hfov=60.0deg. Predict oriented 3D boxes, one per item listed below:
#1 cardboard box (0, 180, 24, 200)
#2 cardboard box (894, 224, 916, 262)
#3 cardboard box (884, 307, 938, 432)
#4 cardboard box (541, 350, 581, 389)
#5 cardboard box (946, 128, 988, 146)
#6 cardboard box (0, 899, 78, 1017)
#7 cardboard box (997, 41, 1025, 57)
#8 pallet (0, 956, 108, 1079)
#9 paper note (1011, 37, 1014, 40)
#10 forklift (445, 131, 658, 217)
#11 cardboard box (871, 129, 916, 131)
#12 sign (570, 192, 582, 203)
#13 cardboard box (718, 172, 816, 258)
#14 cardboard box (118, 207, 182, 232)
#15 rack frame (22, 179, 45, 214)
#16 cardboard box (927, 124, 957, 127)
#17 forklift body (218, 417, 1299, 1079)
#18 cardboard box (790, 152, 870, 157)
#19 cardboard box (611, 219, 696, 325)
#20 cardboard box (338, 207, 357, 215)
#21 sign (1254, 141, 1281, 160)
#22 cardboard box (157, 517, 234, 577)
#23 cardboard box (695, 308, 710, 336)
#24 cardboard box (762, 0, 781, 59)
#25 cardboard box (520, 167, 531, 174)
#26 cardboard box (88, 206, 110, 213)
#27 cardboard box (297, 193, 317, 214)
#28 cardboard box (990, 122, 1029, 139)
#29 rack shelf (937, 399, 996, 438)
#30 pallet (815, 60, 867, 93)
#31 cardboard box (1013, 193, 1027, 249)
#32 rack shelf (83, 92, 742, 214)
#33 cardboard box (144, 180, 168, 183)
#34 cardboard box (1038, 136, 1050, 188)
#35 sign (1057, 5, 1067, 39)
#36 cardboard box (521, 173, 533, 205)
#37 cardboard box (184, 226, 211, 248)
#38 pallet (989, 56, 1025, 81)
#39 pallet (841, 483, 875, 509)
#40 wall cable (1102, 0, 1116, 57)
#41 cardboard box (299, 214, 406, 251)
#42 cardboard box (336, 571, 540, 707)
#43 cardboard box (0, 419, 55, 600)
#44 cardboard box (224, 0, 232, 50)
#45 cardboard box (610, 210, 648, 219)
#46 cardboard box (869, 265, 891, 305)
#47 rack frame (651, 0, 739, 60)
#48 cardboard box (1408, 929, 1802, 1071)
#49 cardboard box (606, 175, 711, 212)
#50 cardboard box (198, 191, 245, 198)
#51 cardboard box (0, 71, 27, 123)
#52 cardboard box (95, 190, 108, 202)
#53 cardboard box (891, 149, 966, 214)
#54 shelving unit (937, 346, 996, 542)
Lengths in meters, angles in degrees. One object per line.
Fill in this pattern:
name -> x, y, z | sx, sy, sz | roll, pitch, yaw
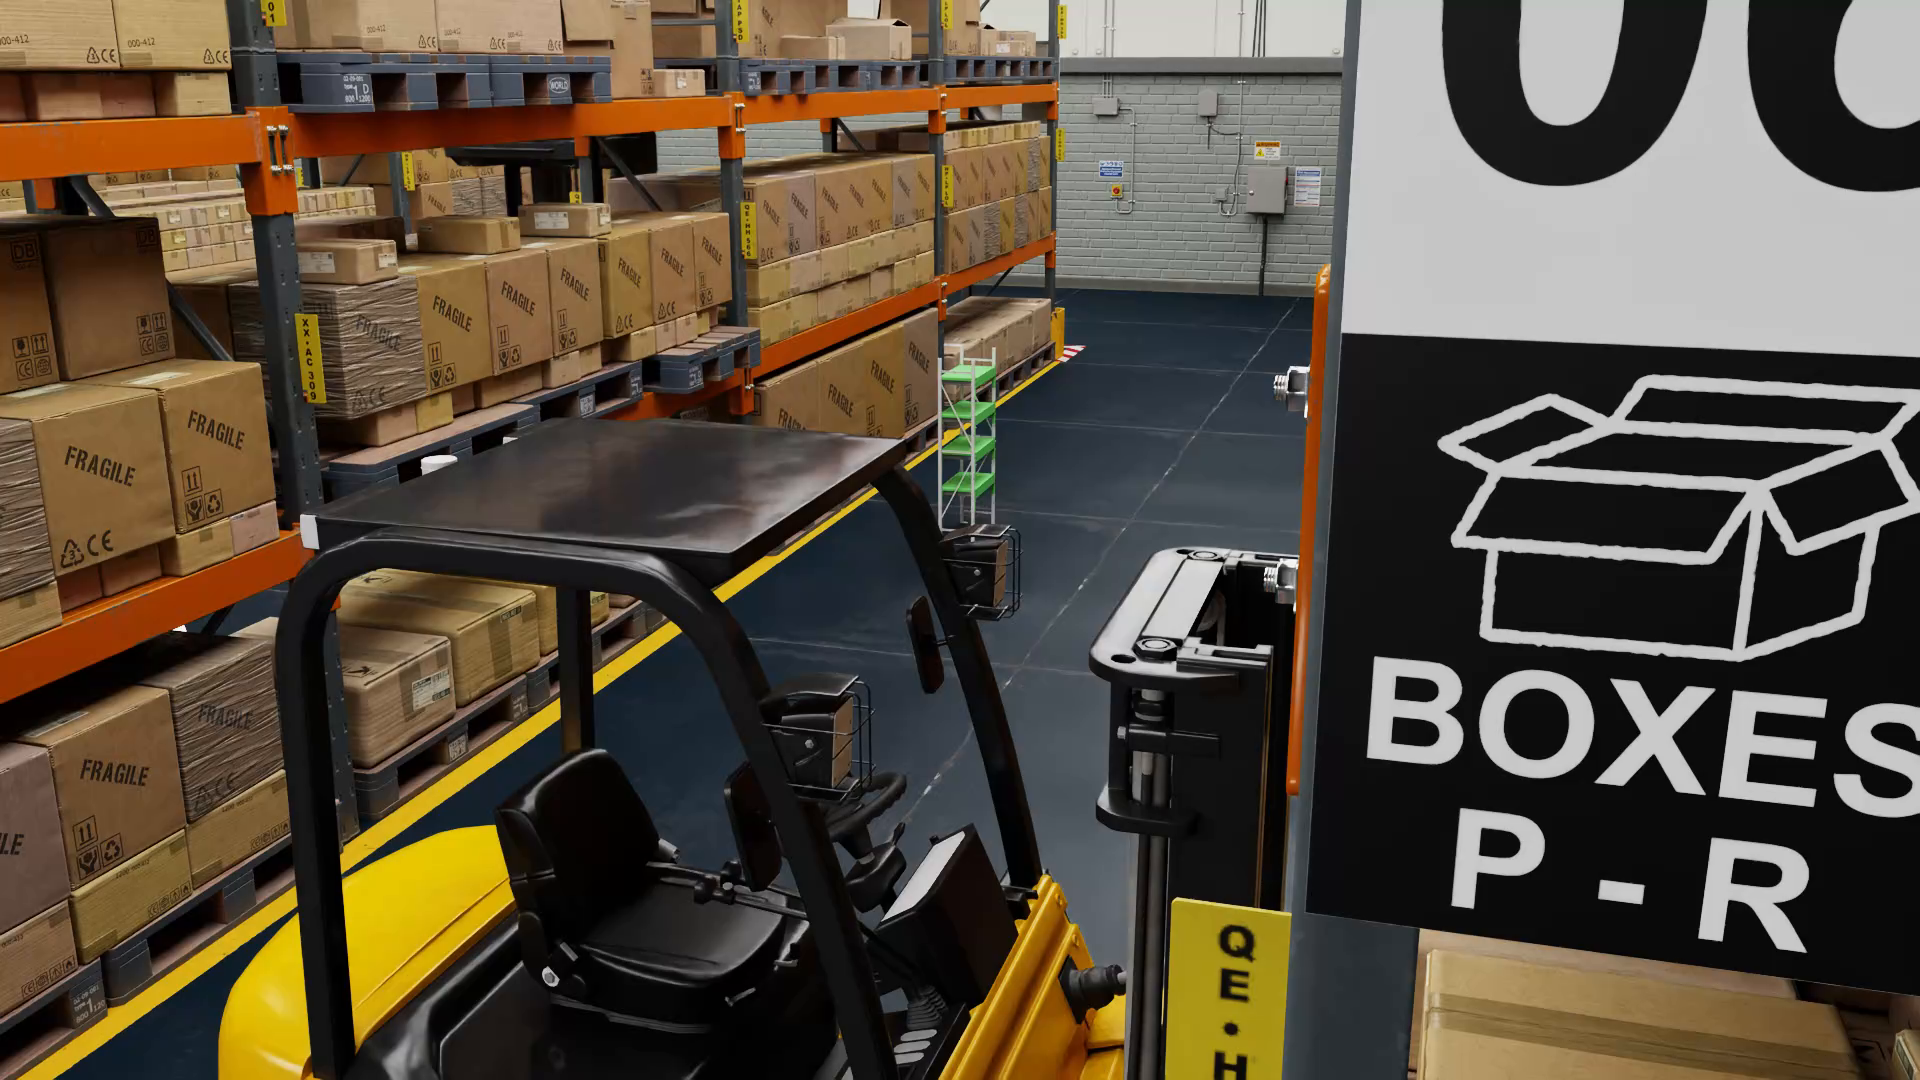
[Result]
cardboard box -> -9.748, -3.685, 16.680 | 0.500, 0.500, 0.500 | 5, 16, 16
cardboard box -> -0.655, -2.282, 12.737 | 0.500, 0.250, 0.500 | 5, 17, 17
cardboard box -> -0.727, -1.391, 13.360 | 0.875, 0.875, 0.875 | 5, 17, 18
cardboard box -> -2.044, -0.826, 7.937 | 0.380, 0.149, 0.250 | 5, 17, 18
cardboard box -> 0.033, -3.549, 14.640 | 0.380, 0.149, 0.250 | 4, 16, 14
cardboard box -> -3.102, 1.283, 5.079 | 0.500, 0.250, 0.500 | 5, 17, 17
cardboard box -> 0.425, -4.758, 16.116 | 0.380, 0.149, 0.250 | 3, 16, 12
pallet -> -3.403, 1.554, 4.964 | 1.003, 0.211, 1.213 | 5, 16, 16
paper note -> 0.470, -4.478, 14.847 | 0.006, 0.032, 0.123 | 5, 16, 16
forklift -> -2.808, -1.756, 11.650 | 1.130, 2.935, 3.031 | 6, 17, 20
cardboard box -> -0.586, -3.451, 14.294 | 0.380, 0.149, 0.250 | 5, 16, 16
sign -> -2.297, -1.932, 10.022 | 0.100, 0.325, 0.005 | 5, 16, 16
cardboard box -> -1.258, -2.103, 10.730 | 0.500, 0.500, 0.500 | 5, 16, 16
cardboard box -> -5.998, -2.367, 12.279 | 0.380, 0.149, 0.250 | 4, 16, 14
rack frame -> -6.539, -1.690, 11.292 | 1.000, 3.000, 0.127 | 5, 16, 16
cardboard box -> -0.240, -3.857, 15.728 | 0.380, 0.149, 0.250 | 5, 17, 16
forklift body -> -0.488, 0.915, 3.662 | 2.313, 2.155, 1.214 | 5, 16, 16
cardboard box -> -1.028, -2.816, 13.244 | 0.500, 0.500, 0.500 | 5, 17, 17
cardboard box -> -1.763, -1.450, 8.945 | 0.500, 0.500, 0.500 | 4, 16, 15
cardboard box -> -5.400, -2.773, 14.253 | 0.380, 0.149, 0.250 | 5, 17, 16
sign -> 4.068, -5.158, 22.003 | 0.339, 0.242, 0.001 | 5, 16, 16
cardboard box -> -2.764, 0.008, 5.764 | 0.380, 0.149, 0.250 | 5, 17, 17
cardboard box -> -1.639, -1.234, 9.375 | 0.380, 0.149, 0.250 | 5, 17, 17
cardboard box -> -1.541, -3.510, 11.256 | 0.500, 0.500, 0.500 | 5, 17, 16
cardboard box -> -4.587, -3.909, 16.552 | 0.500, 0.500, 0.500 | 4, 16, 14
cardboard box -> -6.619, -2.426, 12.485 | 0.380, 0.149, 0.250 | 5, 17, 18
cardboard box -> -5.554, -2.777, 13.725 | 0.380, 0.149, 0.250 | 5, 16, 16
cardboard box -> 0.446, -3.953, 16.063 | 0.380, 0.149, 0.250 | 5, 17, 17
rack shelf -> 0.047, -0.790, 10.770 | 0.258, 0.148, 0.480 | 5, 16, 16
pallet -> -1.317, -3.150, 11.289 | 1.003, 0.211, 1.213 | 5, 17, 18
cardboard box -> 0.332, -3.062, 15.944 | 0.500, 0.500, 0.500 | 5, 17, 17
rack shelf -> -2.333, -1.907, 7.876 | 1.077, 0.370, 4.000 | 5, 16, 16
cardboard box -> -9.529, -4.024, 19.250 | 0.500, 0.250, 0.500 | 4, 16, 15
cardboard box -> 0.600, -3.810, 16.751 | 0.500, 0.500, 0.500 | 5, 17, 18
sign -> 1.025, -5.211, 16.730 | 0.100, 0.325, 0.005 | 5, 16, 16
cardboard box -> -4.584, -3.440, 16.731 | 0.500, 0.500, 0.500 | 5, 17, 19
cardboard box -> -5.918, -2.298, 12.579 | 0.380, 0.149, 0.250 | 5, 16, 16
pallet -> -0.036, -4.311, 15.197 | 1.003, 0.211, 1.213 | 5, 16, 16
pallet -> -1.119, -0.510, 12.240 | 1.003, 0.211, 1.213 | 5, 16, 16
wall cable -> 1.856, -7.822, 21.916 | 0.463, 3.000, 0.029 | 5, 16, 16
cardboard box -> -2.748, -1.385, 7.528 | 0.380, 0.149, 0.250 | 4, 16, 13
cardboard box -> -2.553, 0.450, 7.792 | 0.950, 0.372, 0.625 | 6, 17, 19
cardboard box -> -3.072, -0.071, 4.853 | 0.500, 0.500, 0.500 | 5, 17, 17
cardboard box -> -2.874, -2.023, 6.474 | 0.500, 0.250, 0.500 | 4, 16, 15
cardboard box -> -2.114, -1.626, 9.568 | 0.500, 0.500, 0.500 | 4, 16, 14
cardboard box -> -0.821, -1.907, 12.329 | 0.500, 0.250, 0.500 | 4, 16, 14
rack frame -> -1.764, -4.219, 9.213 | 1.000, 3.000, 0.127 | 5, 16, 16
cardboard box -> 0.662, 0.464, 1.780 | 0.380, 0.149, 0.250 | 5, 16, 16
cardboard box -> -1.868, -2.018, 10.430 | 0.500, 0.500, 0.500 | 4, 16, 14
cardboard box -> -6.177, -2.831, 13.915 | 0.380, 0.149, 0.250 | 4, 16, 15
cardboard box -> -3.021, -1.312, 4.920 | 0.380, 0.149, 0.250 | 4, 16, 14
cardboard box -> -9.456, -3.587, 17.709 | 0.500, 0.250, 0.500 | 5, 17, 17
cardboard box -> -0.260, -3.014, 13.944 | 0.500, 0.500, 0.500 | 5, 17, 16
shelving unit -> 0.047, -0.621, 10.818 | 0.258, 1.200, 0.503 | 5, 16, 16
